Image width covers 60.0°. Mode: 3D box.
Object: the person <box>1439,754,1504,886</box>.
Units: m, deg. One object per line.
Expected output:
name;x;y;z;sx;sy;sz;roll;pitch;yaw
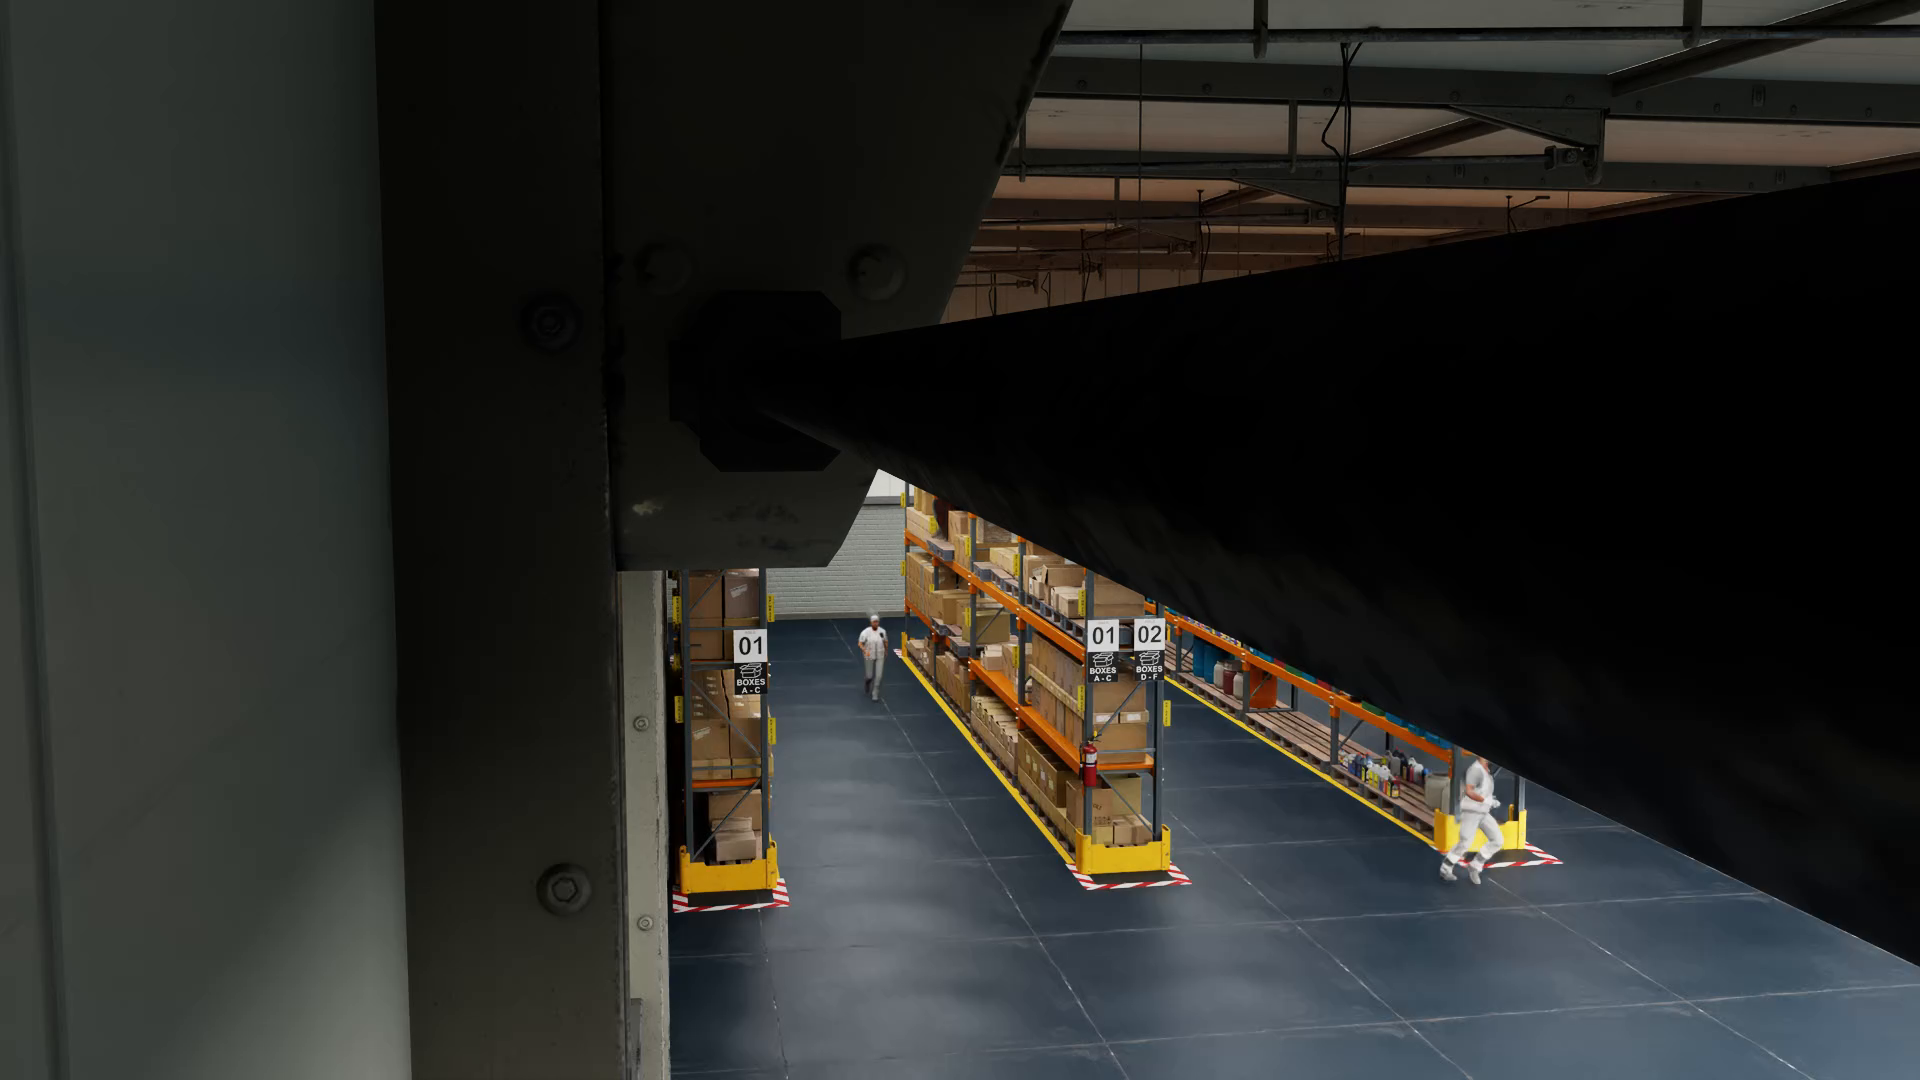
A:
person;6.386;3.363;20.549;0.700;1.724;0.791;5;8;40

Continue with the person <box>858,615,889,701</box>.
person;-1.636;2.236;31.746;0.595;1.622;0.561;-1;6;-14
